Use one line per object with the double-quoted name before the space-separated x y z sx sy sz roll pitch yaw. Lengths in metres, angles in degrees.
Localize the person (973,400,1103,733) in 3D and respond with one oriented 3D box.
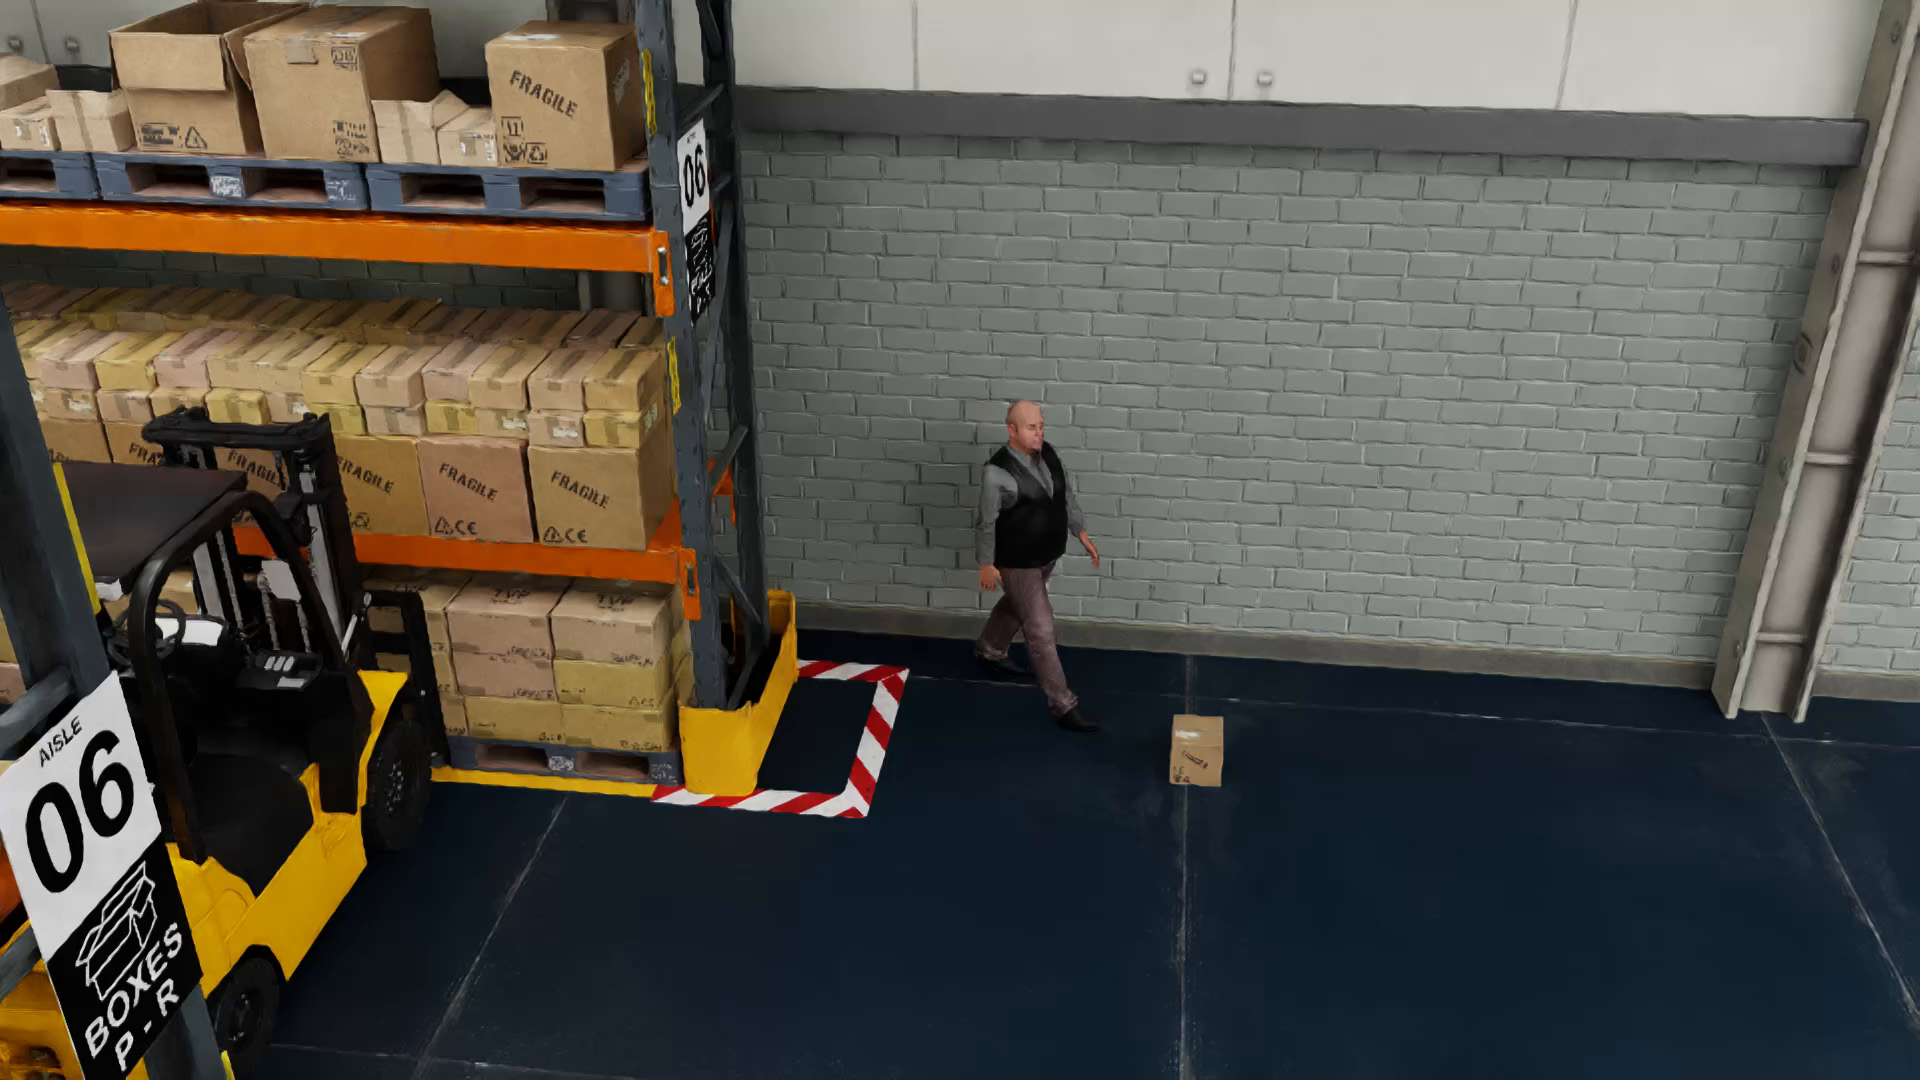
"person" 0.432 0.135 8.468 0.952 1.592 0.575 19 34 31
